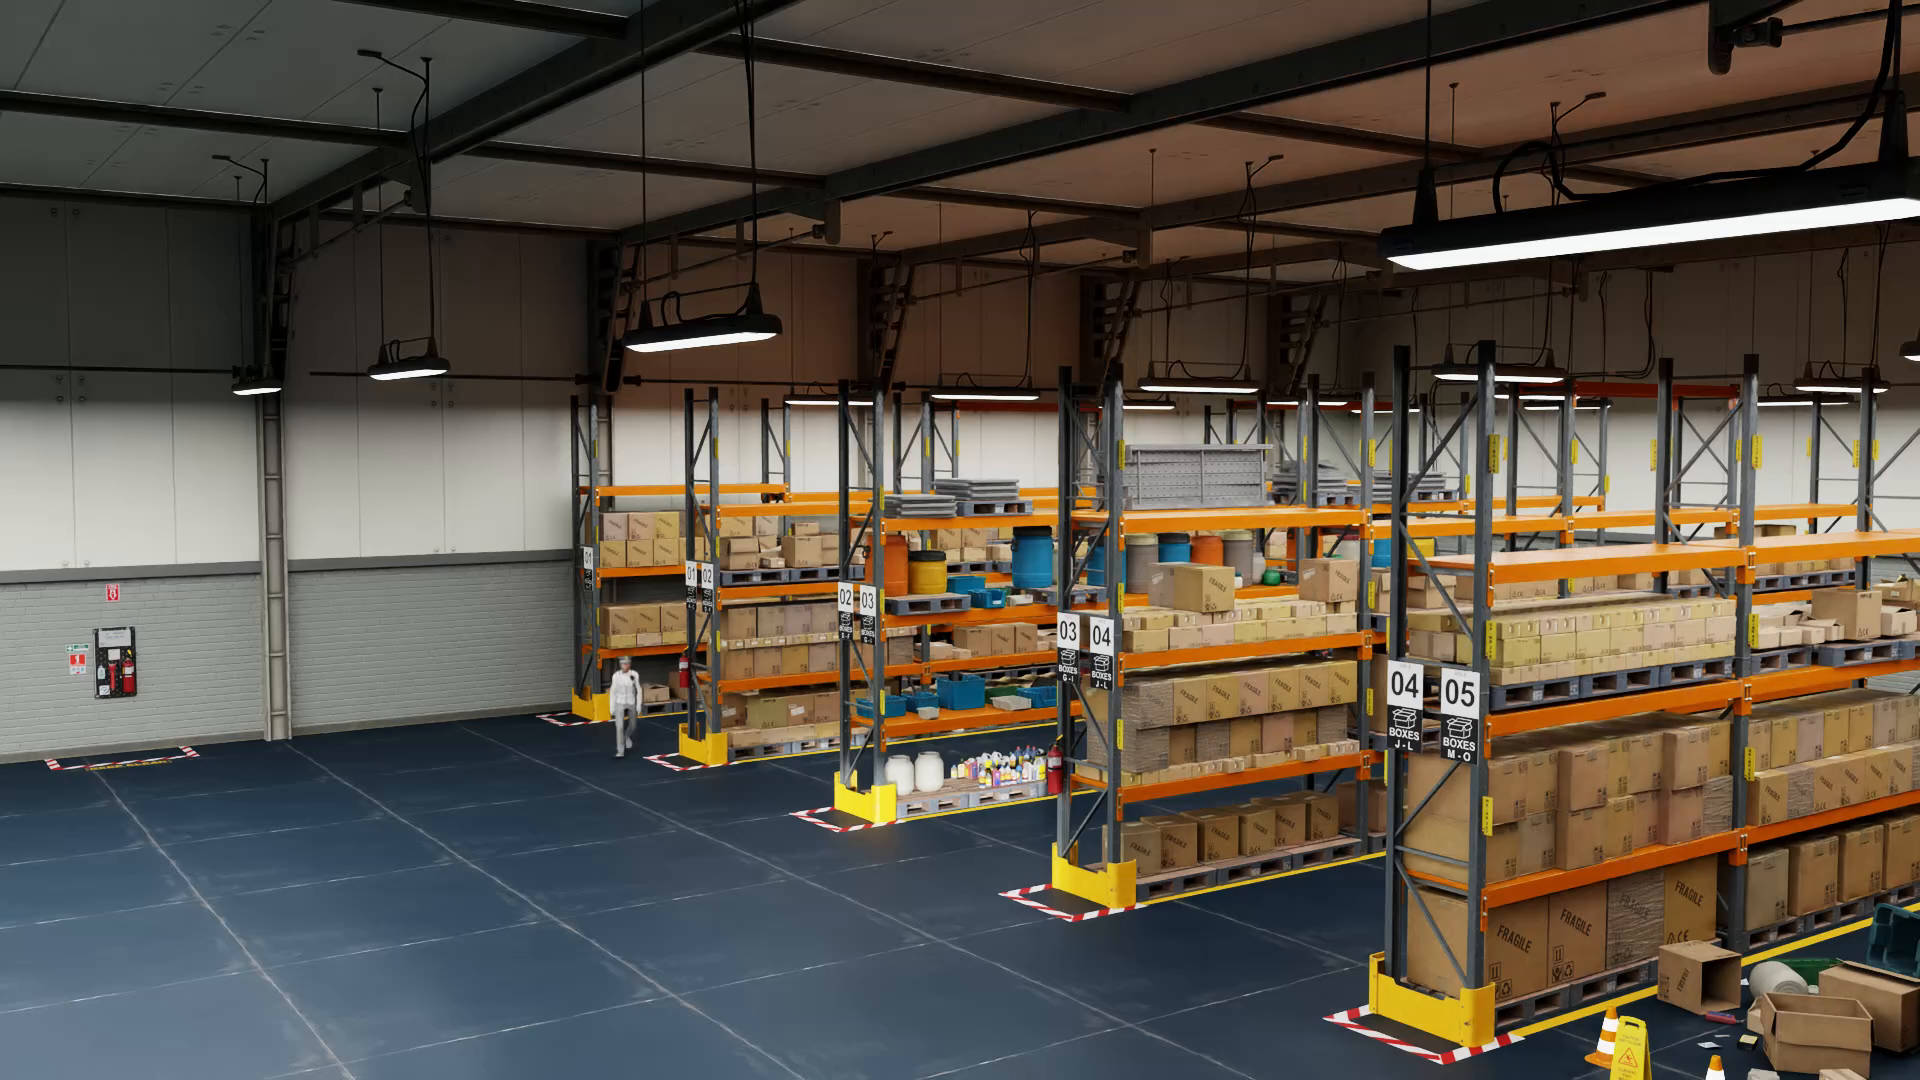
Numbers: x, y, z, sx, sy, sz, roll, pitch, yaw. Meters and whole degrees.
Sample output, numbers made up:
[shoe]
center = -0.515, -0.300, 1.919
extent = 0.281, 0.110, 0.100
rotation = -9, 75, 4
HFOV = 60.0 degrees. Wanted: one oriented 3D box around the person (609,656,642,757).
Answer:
[person]
center = -5.495, 2.697, 27.310
extent = 0.521, 1.639, 0.874
rotation = -1, 4, -18
